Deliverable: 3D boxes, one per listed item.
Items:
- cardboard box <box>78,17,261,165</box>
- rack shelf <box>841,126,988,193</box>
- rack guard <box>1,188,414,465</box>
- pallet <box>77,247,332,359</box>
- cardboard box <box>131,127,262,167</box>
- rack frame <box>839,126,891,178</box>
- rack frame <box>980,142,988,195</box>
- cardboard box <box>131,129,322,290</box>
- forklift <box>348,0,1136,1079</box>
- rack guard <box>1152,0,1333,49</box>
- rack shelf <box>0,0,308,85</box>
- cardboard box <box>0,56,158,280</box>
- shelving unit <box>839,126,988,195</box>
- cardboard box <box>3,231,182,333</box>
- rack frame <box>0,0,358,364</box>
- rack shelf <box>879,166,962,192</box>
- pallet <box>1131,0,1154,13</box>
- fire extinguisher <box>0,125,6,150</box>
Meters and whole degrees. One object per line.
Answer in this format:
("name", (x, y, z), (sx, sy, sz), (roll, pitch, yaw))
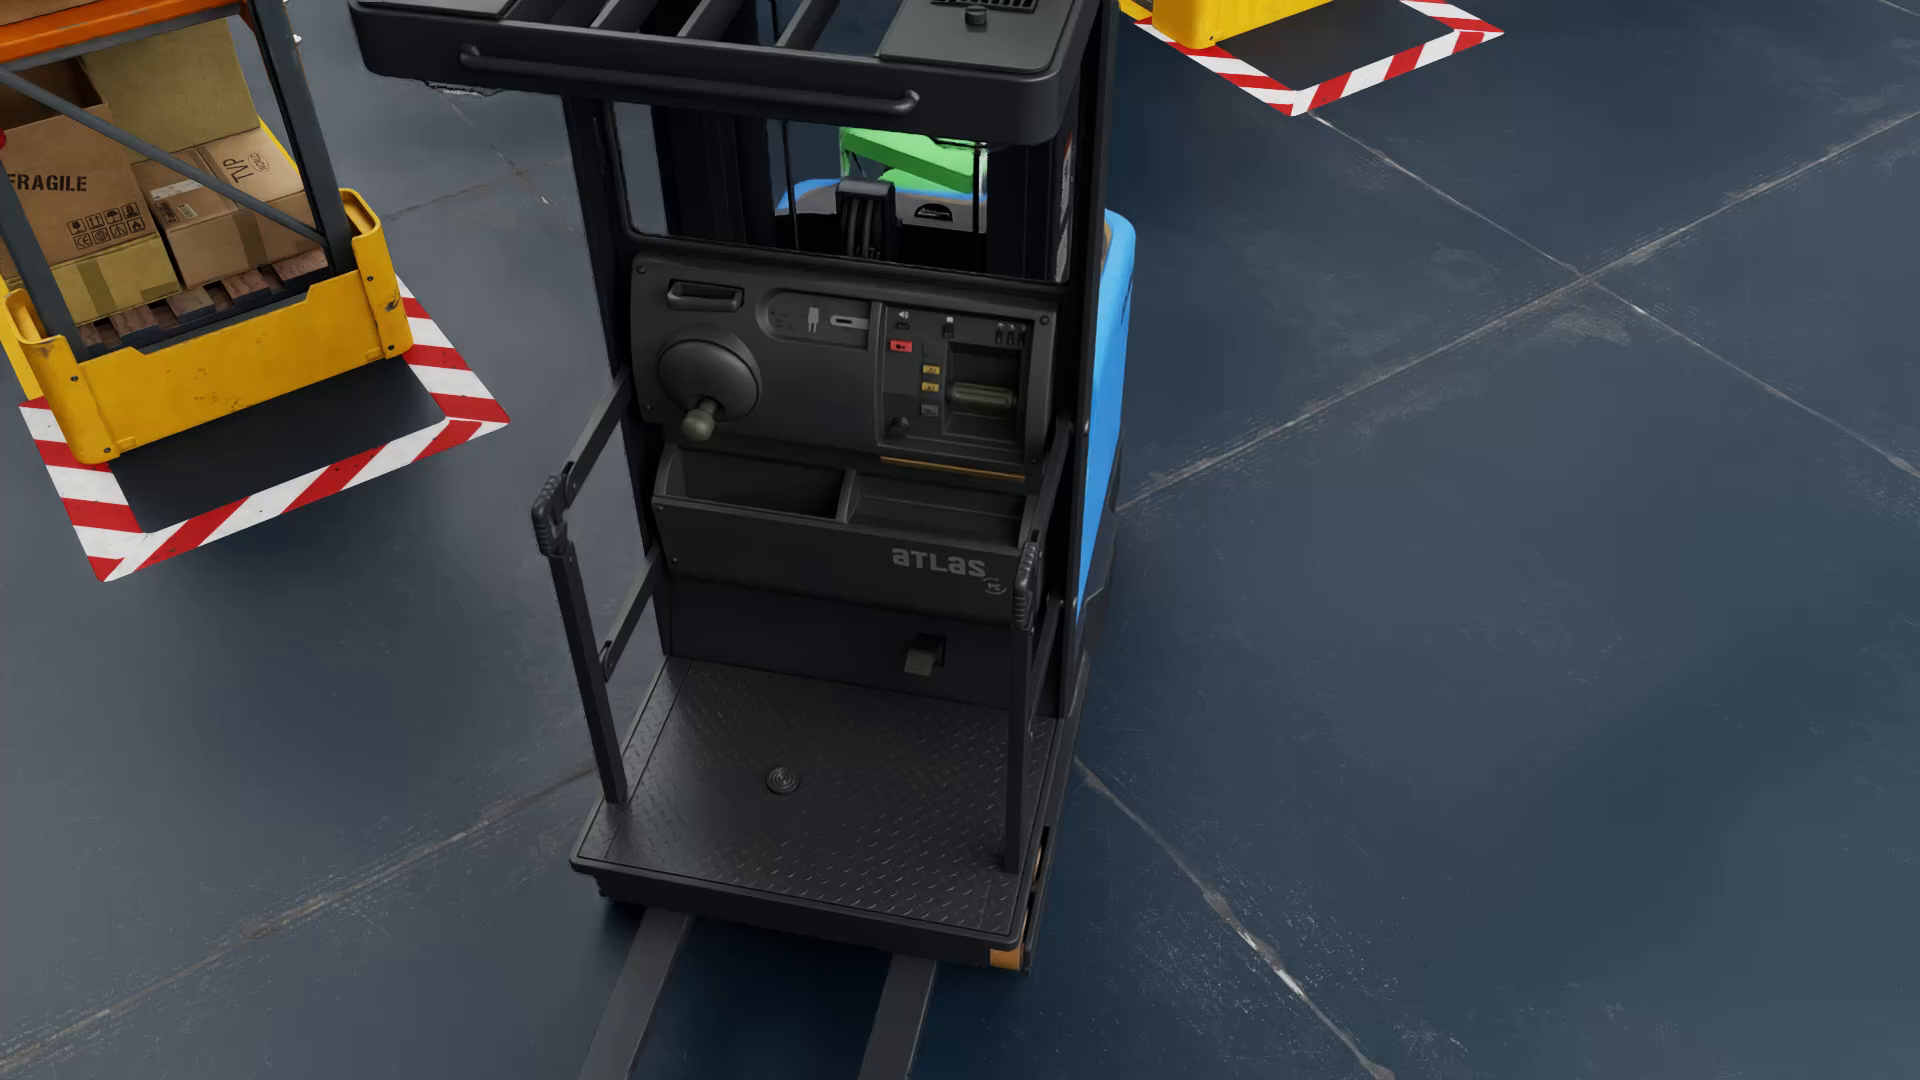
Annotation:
("cardboard box", (-2.947, -1.760, 6.066), (0.500, 0.500, 0.500), (-26, 49, -24))
("rack shelf", (-0.088, -1.159, 4.992), (0.480, 0.148, 0.258), (25, 49, 24))
("rack guard", (-2.521, -0.740, 5.663), (1.175, 0.500, 0.348), (-26, 49, -24))
("pallet", (-3.007, -1.066, 6.213), (1.003, 0.211, 1.213), (-26, 49, -24))
("cardboard box", (-2.948, -1.488, 6.324), (0.500, 0.250, 0.500), (-26, 49, -24))
("rack frame", (-0.290, -0.952, 5.378), (0.015, 1.200, 0.240), (25, 49, 24))
("rack frame", (0.114, -0.763, 5.180), (0.015, 1.200, 0.240), (25, 49, 24))
("cardboard box", (-2.659, -1.207, 6.029), (0.500, 0.250, 0.500), (-26, 49, -24))
("forklift", (-0.303, -0.283, 3.424), (1.130, 2.935, 3.031), (8, 44, 9))
("rack guard", (1.448, -2.732, 7.750), (1.175, 0.500, 0.348), (-26, 49, -24))
("rack shelf", (-3.679, -2.530, 6.249), (1.077, 0.370, 4.000), (-26, 49, -24))
("cardboard box", (-3.086, -1.272, 5.555), (0.500, 0.500, 0.500), (-26, 49, -24))
("shelving unit", (-0.088, -0.858, 5.279), (0.503, 1.200, 0.258), (25, 49, 24))
("cardboard box", (-3.084, -1.002, 5.814), (0.500, 0.250, 0.500), (-26, 49, -24))
("rack frame", (-2.535, -1.658, 4.814), (1.000, 3.000, 0.127), (-26, 49, -24))
("rack shelf", (-0.088, -0.985, 5.158), (0.480, 0.148, 0.258), (25, 49, 24))
("pallet", (0.988, -3.090, 8.334), (1.003, 0.211, 1.213), (-26, 49, -24))
("fire extinguisher", (-2.848, -1.379, 4.578), (0.296, 0.674, 0.183), (-26, 49, -24))
